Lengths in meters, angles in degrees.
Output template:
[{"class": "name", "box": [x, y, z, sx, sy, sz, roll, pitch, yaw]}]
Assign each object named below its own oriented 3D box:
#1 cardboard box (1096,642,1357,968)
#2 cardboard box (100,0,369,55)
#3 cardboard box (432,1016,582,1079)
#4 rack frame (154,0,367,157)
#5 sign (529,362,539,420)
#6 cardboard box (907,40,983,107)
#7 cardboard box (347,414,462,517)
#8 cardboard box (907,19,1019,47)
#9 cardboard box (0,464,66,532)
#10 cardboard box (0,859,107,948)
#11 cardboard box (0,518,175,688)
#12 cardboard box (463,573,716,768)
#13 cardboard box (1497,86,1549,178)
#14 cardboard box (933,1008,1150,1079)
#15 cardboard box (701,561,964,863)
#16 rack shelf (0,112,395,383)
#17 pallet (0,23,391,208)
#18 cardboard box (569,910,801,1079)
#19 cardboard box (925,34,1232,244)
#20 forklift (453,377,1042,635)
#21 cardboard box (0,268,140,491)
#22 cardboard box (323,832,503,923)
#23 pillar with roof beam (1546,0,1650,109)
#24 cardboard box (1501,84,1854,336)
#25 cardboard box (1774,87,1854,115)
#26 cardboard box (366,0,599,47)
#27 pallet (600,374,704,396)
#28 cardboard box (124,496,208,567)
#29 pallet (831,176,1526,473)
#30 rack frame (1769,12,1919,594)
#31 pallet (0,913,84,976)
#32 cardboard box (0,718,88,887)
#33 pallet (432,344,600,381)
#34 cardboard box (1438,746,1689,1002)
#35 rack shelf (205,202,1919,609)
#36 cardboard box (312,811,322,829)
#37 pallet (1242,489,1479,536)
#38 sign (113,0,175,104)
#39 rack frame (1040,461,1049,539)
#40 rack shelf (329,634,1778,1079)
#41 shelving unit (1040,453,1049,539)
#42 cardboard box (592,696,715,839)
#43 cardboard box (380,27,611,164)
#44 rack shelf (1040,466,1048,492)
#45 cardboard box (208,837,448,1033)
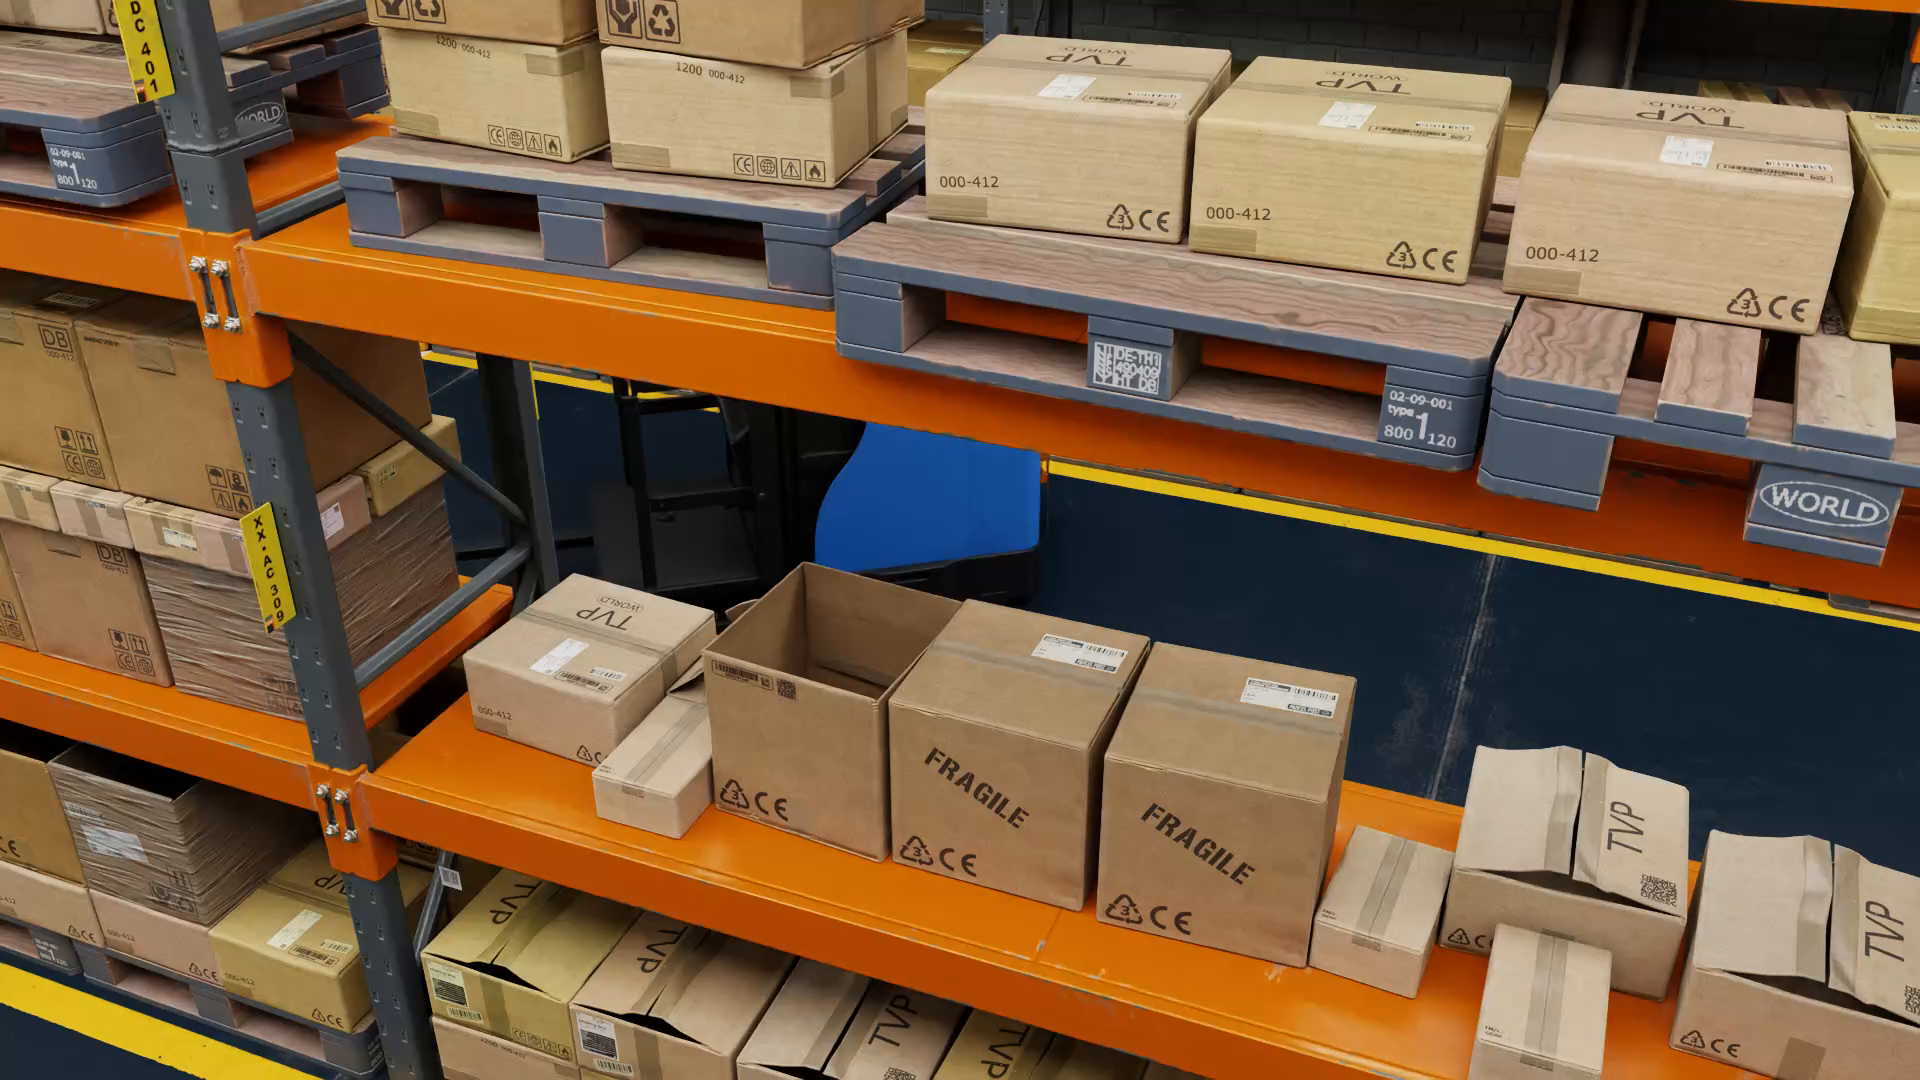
[{"class": "cardboard box", "box": [0.641, 0.623, 3.998, 0.500, 0.500, 0.500, 10, 31, 16]}, {"class": "cardboard box", "box": [-1.872, -1.577, 4.273, 0.500, 0.500, 0.500, 14, 32, 23]}, {"class": "cardboard box", "box": [-1.224, 1.431, 5.037, 0.500, 0.250, 0.500, 11, 31, 18]}, {"class": "rack frame", "box": [-1.504, -2.382, 3.320, 0.127, 3.000, 1.000, 11, 31, 19]}, {"class": "sign", "box": [-1.309, -0.489, 4.971, 0.005, 0.325, 0.100, 11, 31, 19]}, {"class": "cardboard box", "box": [-0.200, -2.246, 8.546, 0.500, 0.500, 0.500, 11, 31, 19]}, {"class": "cardboard box", "box": [-1.680, -0.235, 4.856, 0.250, 0.149, 0.380, 11, 31, 19]}, {"class": "cardboard box", "box": [-0.002, -2.482, 8.963, 0.500, 0.500, 0.500, 11, 31, 18]}, {"class": "cardboard box", "box": [-2.552, -0.191, 4.779, 0.250, 0.149, 0.380, 11, 31, 19]}, {"class": "cardboard box", "box": [-2.945, 1.075, 5.668, 0.500, 0.250, 0.500, 11, 31, 19]}, {"class": "cardboard box", "box": [-2.409, 0.012, 5.079, 0.500, 0.500, 0.700, 11, 31, 19]}, {"class": "cardboard box", "box": [-1.032, 0.366, 4.707, 0.500, 0.250, 0.500, 13, 32, 22]}, {"class": "cardboard box", "box": [2.459, -1.828, 7.887, 0.500, 0.500, 0.700, 11, 31, 19]}, {"class": "cardboard box", "box": [0.210, 1.473, 4.393, 0.500, 0.311, 0.500, 12, 32, 20]}, {"class": "cardboard box", "box": [-0.311, 0.433, 4.334, 0.500, 0.500, 0.500, 14, 32, 23]}, {"class": "rack shelf", "box": [-3.357, -1.133, 4.889, 4.000, 0.370, 1.077, 11, 31, 19]}, {"class": "pallet", "box": [-2.304, -1.184, 4.338, 1.213, 0.211, 1.003, 11, 31, 19]}, {"class": "cardboard box", "box": [-0.753, 1.284, 4.727, 0.500, 0.311, 0.500, 11, 31, 19]}, {"class": "cardboard box", "box": [0.245, -0.812, 3.316, 0.500, 0.250, 0.500, 9, 31, 15]}, {"class": "forklift", "box": [-1.199, -1.032, 7.097, 3.031, 2.935, 1.130, -7, 30, -12]}, {"class": "cardboard box", "box": [-2.386, -0.551, 4.756, 0.500, 0.500, 0.700, 11, 31, 19]}, {"class": "cardboard box", "box": [-1.820, 1.020, 5.765, 0.500, 0.250, 0.500, 11, 31, 19]}, {"class": "pillar with roof beam", "box": [1.563, -2.574, 3.658, 0.400, 9.000, 9.100, 11, 31, 19]}, {"class": "cardboard box", "box": [1.268, -0.601, 2.942, 0.500, 0.250, 0.500, 12, 32, 20]}, {"class": "cardboard box", "box": [3.730, -1.858, 7.280, 0.250, 0.149, 0.380, 7, 30, 13]}, {"class": "cardboard box", "box": [-0.947, -1.388, 3.573, 0.500, 0.500, 0.500, 12, 32, 20]}, {"class": "pallet", "box": [-1.415, -1.149, 10.069, 1.213, 0.211, 1.003, 11, 31, 19]}, {"class": "cardboard box", "box": [-2.065, -0.096, 4.610, 0.250, 0.149, 0.380, 11, 31, 18]}, {"class": "pallet", "box": [0.503, -0.545, 3.309, 1.213, 0.211, 1.003, 13, 32, 21]}, {"class": "rack frame", "box": [4.061, -1.290, 7.484, 0.127, 3.000, 1.000, 11, 31, 19]}, {"class": "pallet", "box": [-3.360, 1.052, 6.174, 1.213, 0.211, 1.003, 11, 31, 19]}, {"class": "cardboard box", "box": [-2.940, 0.742, 5.494, 0.500, 0.500, 0.500, 11, 31, 19]}, {"class": "pallet", "box": [-2.542, -1.376, 10.469, 1.213, 0.211, 1.003, 11, 31, 19]}, {"class": "cardboard box", "box": [1.446, 0.754, 3.957, 0.500, 0.311, 0.500, 11, 31, 19]}, {"class": "rack shelf", "box": [0.349, -0.393, 3.580, 4.000, 0.370, 1.077, 11, 31, 19]}, {"class": "cardboard box", "box": [-2.282, 0.600, 5.746, 0.500, 0.500, 0.500, 11, 31, 19]}, {"class": "pallet", "box": [2.211, -0.448, 8.828, 1.213, 0.211, 1.003, 11, 31, 19]}, {"class": "sign", "box": [-1.711, -1.083, 3.463, 0.005, 0.325, 0.100, 11, 31, 19]}, {"class": "rack frame", "box": [0.400, -0.585, 8.066, 0.006, 1.200, 0.240, -7, 30, -12]}, {"class": "rack shelf", "box": [0.349, 0.913, 4.318, 4.000, 0.370, 1.077, 11, 31, 19]}, {"class": "shelving unit", "box": [0.311, -0.574, 8.046, 0.189, 1.200, 0.258, -7, 30, -12]}, {"class": "cardboard box", "box": [-0.760, 0.596, 4.403, 0.250, 0.149, 0.380, 11, 31, 19]}, {"class": "cardboard box", "box": [-0.937, -1.076, 3.782, 0.500, 0.250, 0.500, 15, 33, 24]}, {"class": "rack shelf", "box": [0.311, -0.327, 8.186, 0.180, 0.103, 0.258, -7, 30, -12]}, {"class": "cardboard box", "box": [-2.016, 1.257, 5.345, 0.500, 0.250, 0.500, 11, 31, 19]}]
